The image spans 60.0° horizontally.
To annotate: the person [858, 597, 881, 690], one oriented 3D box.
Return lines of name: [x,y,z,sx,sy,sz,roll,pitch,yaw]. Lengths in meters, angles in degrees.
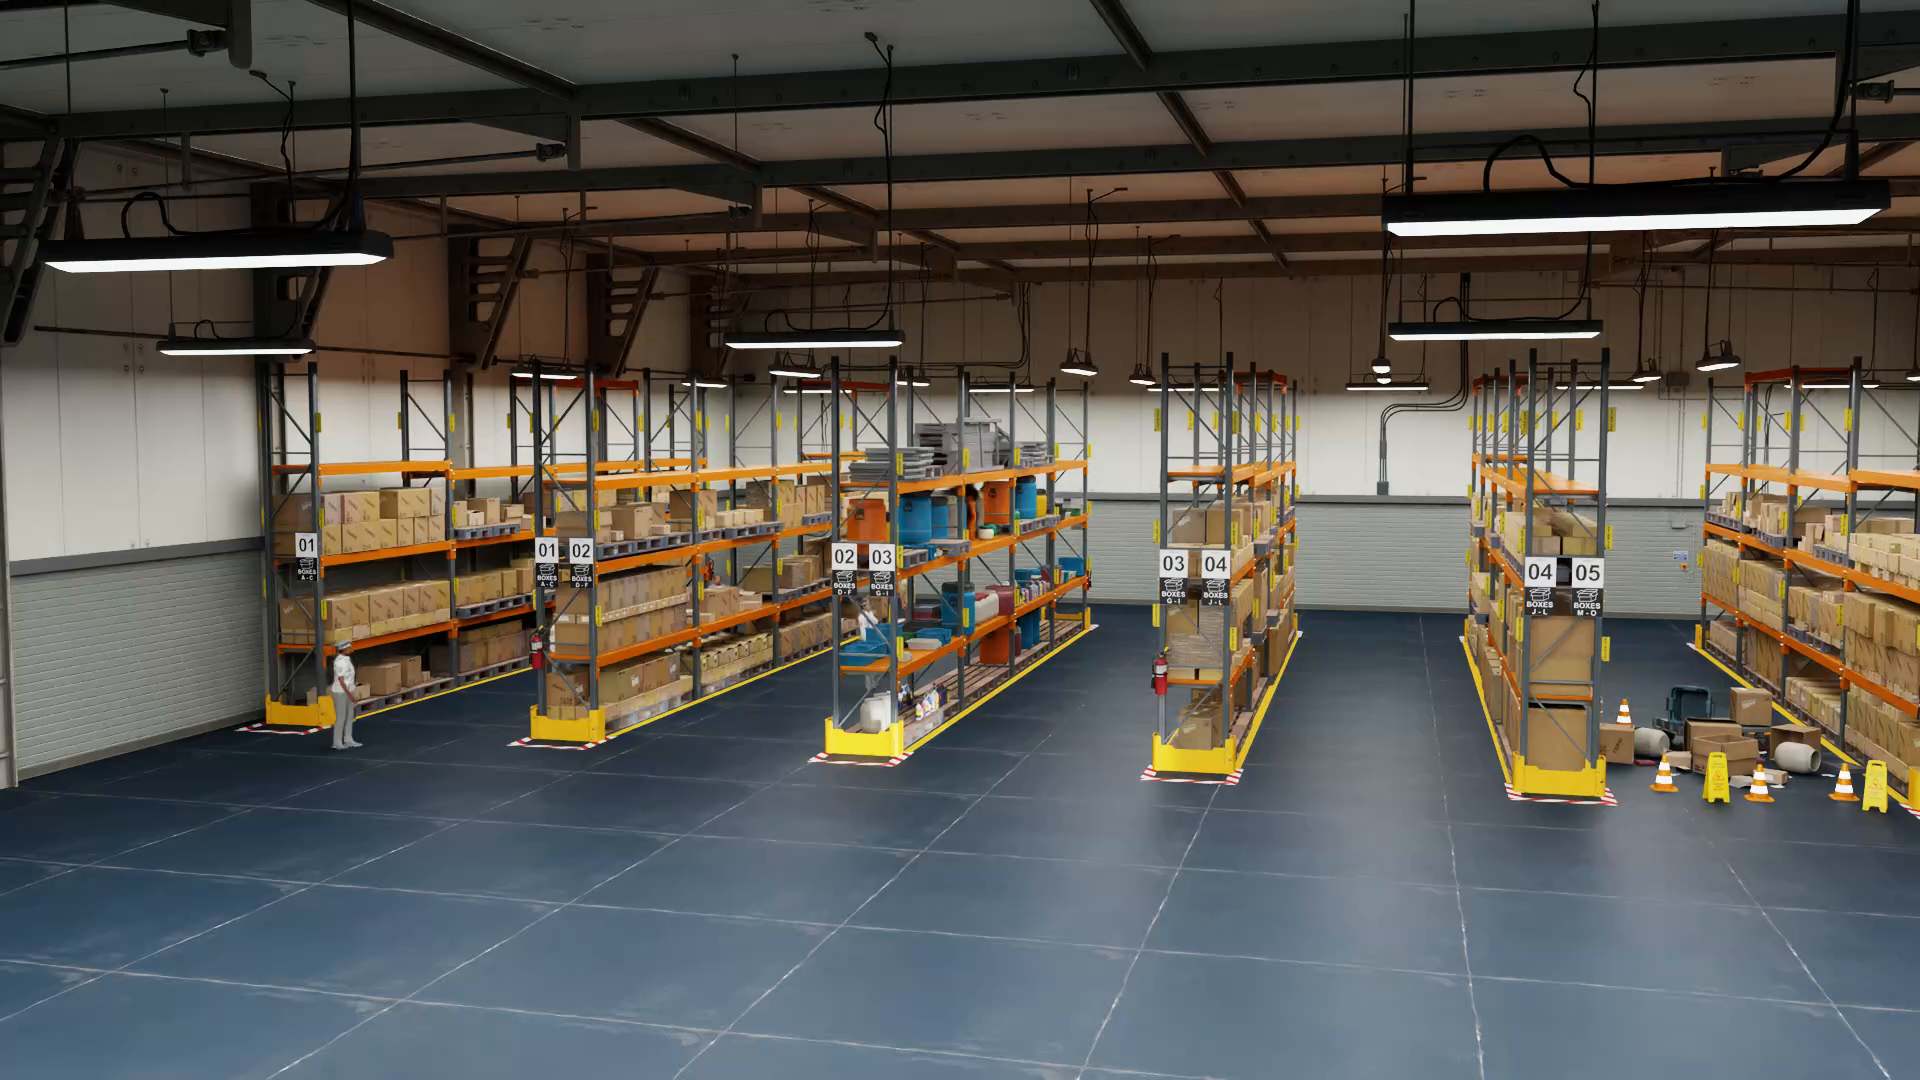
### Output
person: [-1.687,1.953,31.429,0.515,1.757,0.503,4,6,45]

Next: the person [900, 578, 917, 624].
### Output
person: [-1.135,1.500,38.359,0.444,1.725,0.515,2,5,29]

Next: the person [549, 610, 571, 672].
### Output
person: [-7.173,2.051,30.000,0.371,1.703,0.573,3,5,37]

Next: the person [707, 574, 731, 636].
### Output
person: [-5.428,1.592,37.283,0.625,1.675,0.742,1,4,18]

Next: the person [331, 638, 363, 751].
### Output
person: [-9.435,2.370,25.574,0.448,1.698,0.476,0,4,3]
